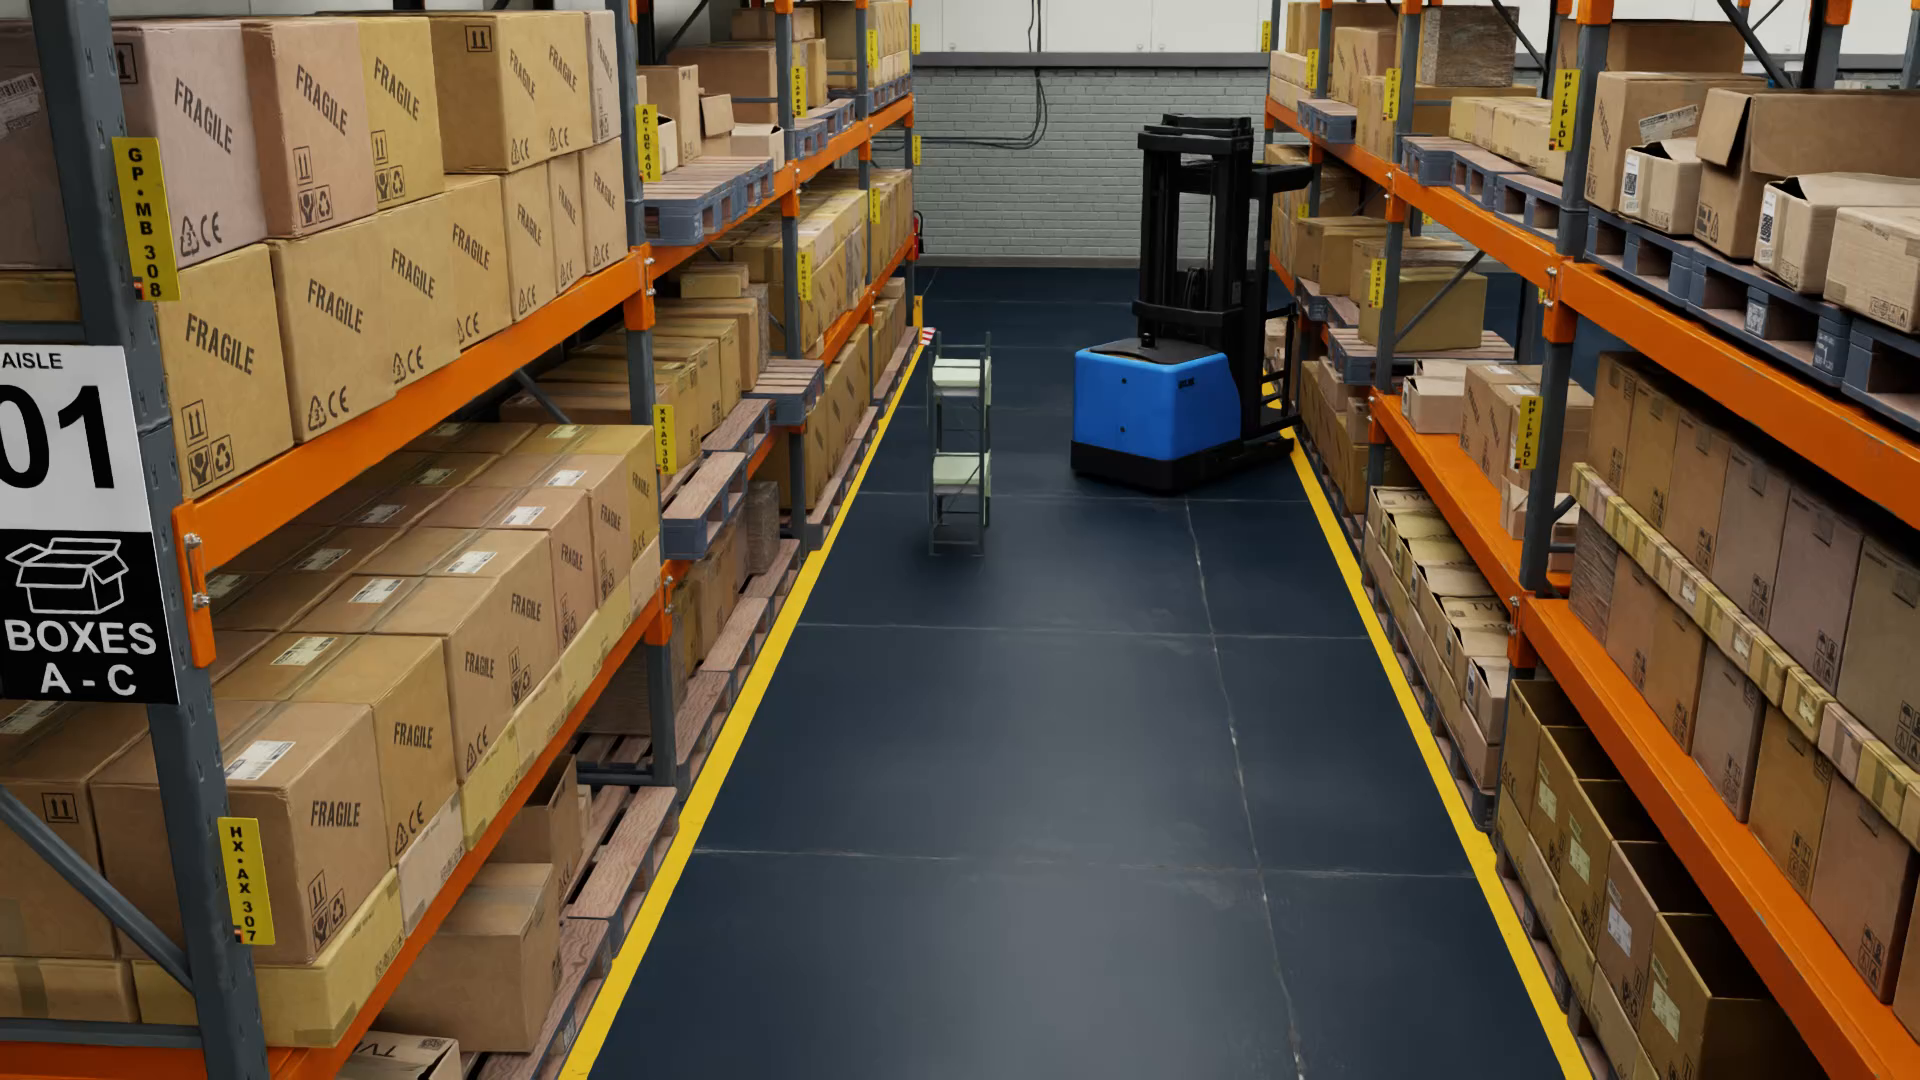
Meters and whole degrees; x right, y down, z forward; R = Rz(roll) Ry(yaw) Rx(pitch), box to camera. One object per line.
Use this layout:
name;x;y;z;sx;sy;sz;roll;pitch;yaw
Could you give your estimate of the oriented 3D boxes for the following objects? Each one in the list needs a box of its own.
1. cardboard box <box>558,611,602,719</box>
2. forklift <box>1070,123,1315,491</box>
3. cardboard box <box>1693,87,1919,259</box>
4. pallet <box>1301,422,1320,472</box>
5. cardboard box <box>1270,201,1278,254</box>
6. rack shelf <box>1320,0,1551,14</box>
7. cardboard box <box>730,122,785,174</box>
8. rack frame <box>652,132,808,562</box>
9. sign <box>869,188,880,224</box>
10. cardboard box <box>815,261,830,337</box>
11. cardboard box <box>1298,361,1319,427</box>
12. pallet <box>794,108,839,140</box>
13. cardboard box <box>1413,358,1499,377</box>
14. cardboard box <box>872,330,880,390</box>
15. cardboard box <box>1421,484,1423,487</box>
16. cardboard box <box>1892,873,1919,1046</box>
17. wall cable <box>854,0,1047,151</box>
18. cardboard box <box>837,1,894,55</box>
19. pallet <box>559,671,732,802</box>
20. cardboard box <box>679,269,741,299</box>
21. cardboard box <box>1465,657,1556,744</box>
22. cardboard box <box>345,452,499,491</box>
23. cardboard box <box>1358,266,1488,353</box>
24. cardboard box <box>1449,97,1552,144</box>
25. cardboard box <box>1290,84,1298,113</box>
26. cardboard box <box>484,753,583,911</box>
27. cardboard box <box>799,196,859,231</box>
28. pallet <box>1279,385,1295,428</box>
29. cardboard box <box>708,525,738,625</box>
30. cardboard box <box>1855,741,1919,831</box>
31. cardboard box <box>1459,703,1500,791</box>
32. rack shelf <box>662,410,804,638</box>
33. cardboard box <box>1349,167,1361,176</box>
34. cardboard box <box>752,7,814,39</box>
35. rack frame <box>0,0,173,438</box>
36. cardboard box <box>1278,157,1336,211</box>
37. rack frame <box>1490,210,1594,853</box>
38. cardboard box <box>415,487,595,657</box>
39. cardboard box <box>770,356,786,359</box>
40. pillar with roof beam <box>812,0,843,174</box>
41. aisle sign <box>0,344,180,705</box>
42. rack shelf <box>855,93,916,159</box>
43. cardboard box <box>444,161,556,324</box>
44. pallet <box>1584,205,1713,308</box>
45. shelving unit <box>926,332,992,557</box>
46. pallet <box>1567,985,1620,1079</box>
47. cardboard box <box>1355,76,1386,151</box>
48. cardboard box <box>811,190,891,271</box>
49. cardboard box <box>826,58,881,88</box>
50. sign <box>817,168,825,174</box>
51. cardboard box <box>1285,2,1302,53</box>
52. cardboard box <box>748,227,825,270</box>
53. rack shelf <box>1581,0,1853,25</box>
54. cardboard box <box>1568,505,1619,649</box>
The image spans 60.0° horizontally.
cardboard box;-1.693;0.469;6.384;0.500;0.250;0.500;1;18;4
forklift;2.300;-2.147;14.371;1.129;2.867;3.031;16;24;40
cardboard box;2.801;-1.180;5.326;0.797;0.503;0.637;3;18;10
pallet;3.598;-0.854;14.692;1.003;0.211;1.213;1;18;4
cardboard box;3.540;-3.275;17.439;0.500;0.500;0.500;1;18;4
rack shelf;3.475;-4.131;12.376;1.077;0.370;4.000;1;18;4
cardboard box;-1.392;-2.463;10.417;0.500;0.311;0.500;1;18;4
rack frame;-1.610;-1.300;11.574;1.000;3.000;0.127;1;18;4
sign;-0.781;-3.046;15.169;0.100;0.325;0.005;1;18;4
cardboard box;-1.273;-1.806;12.447;0.500;0.500;0.500;2;18;6
cardboard box;3.340;-1.309;14.910;0.500;0.500;0.500;0;18;1
pallet;-1.539;-3.184;12.810;1.003;0.211;1.213;2;18;6
cardboard box;3.262;-1.036;10.912;0.500;0.311;0.500;2;18;7
cardboard box;-1.167;-1.784;16.391;0.700;0.500;0.500;2;18;5
cardboard box;3.681;-0.510;12.469;0.500;0.500;0.500;1;18;2
cardboard box;2.804;1.102;4.083;0.700;0.500;0.500;1;18;4
wall cable;-0.274;-6.909;24.042;3.097;2.526;0.112;1;18;4
cardboard box;-0.932;-5.029;16.336;0.500;0.500;0.500;1;18;4
pallet;-1.842;1.025;8.955;1.003;0.211;1.213;1;18;4
cardboard box;-1.613;-1.657;10.754;0.380;0.149;0.250;-2;18;-5
cardboard box;2.788;0.760;8.127;0.500;0.311;0.500;1;18;4
cardboard box;-2.179;-0.051;6.765;0.500;0.500;0.500;1;18;4
cardboard box;3.264;-1.636;11.763;0.700;0.500;0.500;-5;19;-15
cardboard box;3.355;-2.602;10.297;0.500;0.250;0.500;0;18;0
cardboard box;3.461;-4.255;16.014;0.500;0.250;0.500;1;18;4
cardboard box;-1.931;1.244;7.117;0.500;0.500;0.500;0;18;0
cardboard box;-1.148;-2.788;14.239;0.500;0.250;0.500;2;18;5
pallet;3.668;-1.321;16.116;1.003;0.211;1.213;1;18;4
cardboard box;-1.770;0.216;10.255;0.700;0.500;0.500;1;18;4
cardboard box;2.631;0.654;4.406;0.380;0.149;0.250;1;18;3
cardboard box;2.785;1.023;8.224;0.500;0.250;0.500;1;18;3
rack shelf;-1.753;-0.337;9.790;1.077;0.370;4.000;1;18;4
cardboard box;3.969;-3.256;15.776;0.500;0.500;0.500;1;18;2
cardboard box;-1.517;-4.310;13.872;0.500;0.250;0.500;3;18;8
rack frame;-2.183;-1.666;3.057;1.000;3.000;0.127;1;18;4
cardboard box;3.504;-3.591;16.797;0.500;0.500;0.500;1;18;3
rack frame;3.045;0.052;7.448;1.000;3.000;0.127;1;18;4
cardboard box;-1.699;0.113;6.267;0.500;0.500;0.500;1;18;2
cardboard box;-1.355;-1.287;11.906;0.380;0.149;0.250;1;18;3
pillar with roof beam;2.588;-7.397;20.547;9.100;9.000;0.400;1;18;4
aisle sign;-1.889;-0.022;3.498;0.394;0.787;0.004;1;18;4
rack shelf;-1.180;-4.247;16.906;1.077;0.370;4.000;1;18;4
cardboard box;-1.737;-1.048;5.795;0.500;0.500;0.500;1;18;2
pallet;3.009;-1.066;6.185;1.003;0.211;1.213;1;18;4
shelving unit;0.000;-0.711;12.183;0.431;1.500;0.755;1;18;4
pallet;2.861;2.003;5.972;1.003;0.211;1.213;1;18;4
cardboard box;3.403;-3.120;12.149;0.910;0.500;0.500;1;18;4
cardboard box;-1.210;-3.080;16.523;0.980;0.700;0.700;1;18;3
cardboard box;-1.011;-4.352;15.477;0.500;0.250;0.500;1;18;4
sign;-1.589;-4.248;19.053;0.100;0.325;0.005;1;18;4
cardboard box;3.764;-5.310;17.228;0.700;0.500;0.500;1;18;4
cardboard box;-1.282;-2.157;12.314;0.500;0.250;0.500;1;18;3
rack shelf;2.901;-1.646;4.793;1.077;0.370;4.000;1;18;4
cardboard box;3.019;0.142;7.012;0.700;0.500;0.500;1;18;2
